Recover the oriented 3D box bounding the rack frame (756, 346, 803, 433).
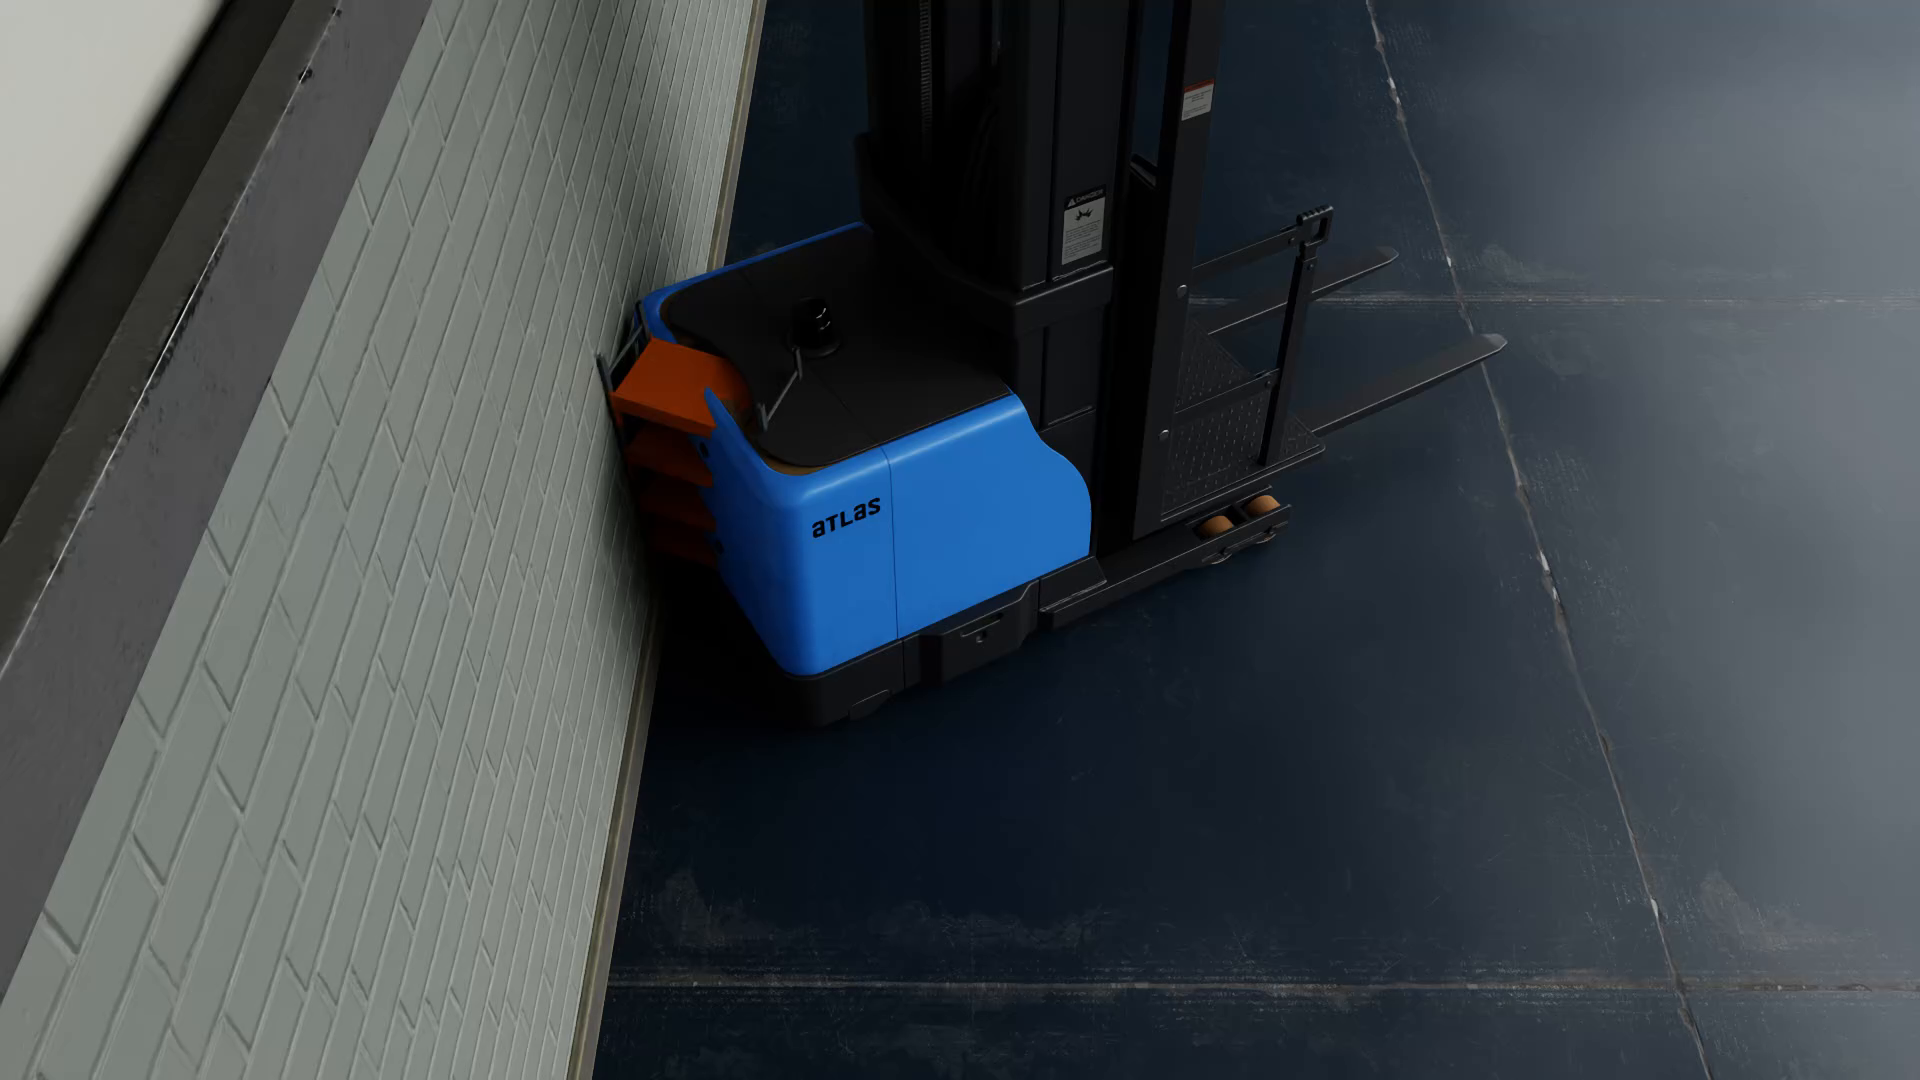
[{"bbox_3d":[-0.488,-0.086,4.994,0.015,1.200,0.240,18,56,13],"label":"rack frame"}]

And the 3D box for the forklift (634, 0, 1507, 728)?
[{"bbox_3d":[0.544,-1.230,4.892,3.031,2.935,1.130,-23,51,-20],"label":"forklift"}]

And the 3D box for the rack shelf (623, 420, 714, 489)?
[{"bbox_3d":[-0.716,-0.250,4.924,0.480,0.148,0.258,18,56,13],"label":"rack shelf"}]

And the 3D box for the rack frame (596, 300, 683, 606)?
[{"bbox_3d":[-0.941,-0.229,5.106,0.015,1.200,0.240,18,56,13],"label":"rack frame"}]

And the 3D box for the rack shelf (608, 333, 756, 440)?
[{"bbox_3d":[-0.718,-0.391,4.734,0.480,0.148,0.258,18,56,13],"label":"rack shelf"}]

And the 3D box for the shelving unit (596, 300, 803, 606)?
[{"bbox_3d":[-0.714,-0.157,5.050,0.503,1.200,0.258,18,56,13],"label":"shelving unit"}]

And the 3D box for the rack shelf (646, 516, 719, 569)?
[{"bbox_3d":[-0.712,0.001,5.263,0.480,0.148,0.258,18,56,13],"label":"rack shelf"}]

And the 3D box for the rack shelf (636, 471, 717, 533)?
[{"bbox_3d":[-0.714,-0.117,5.104,0.480,0.148,0.258,18,56,13],"label":"rack shelf"}]
